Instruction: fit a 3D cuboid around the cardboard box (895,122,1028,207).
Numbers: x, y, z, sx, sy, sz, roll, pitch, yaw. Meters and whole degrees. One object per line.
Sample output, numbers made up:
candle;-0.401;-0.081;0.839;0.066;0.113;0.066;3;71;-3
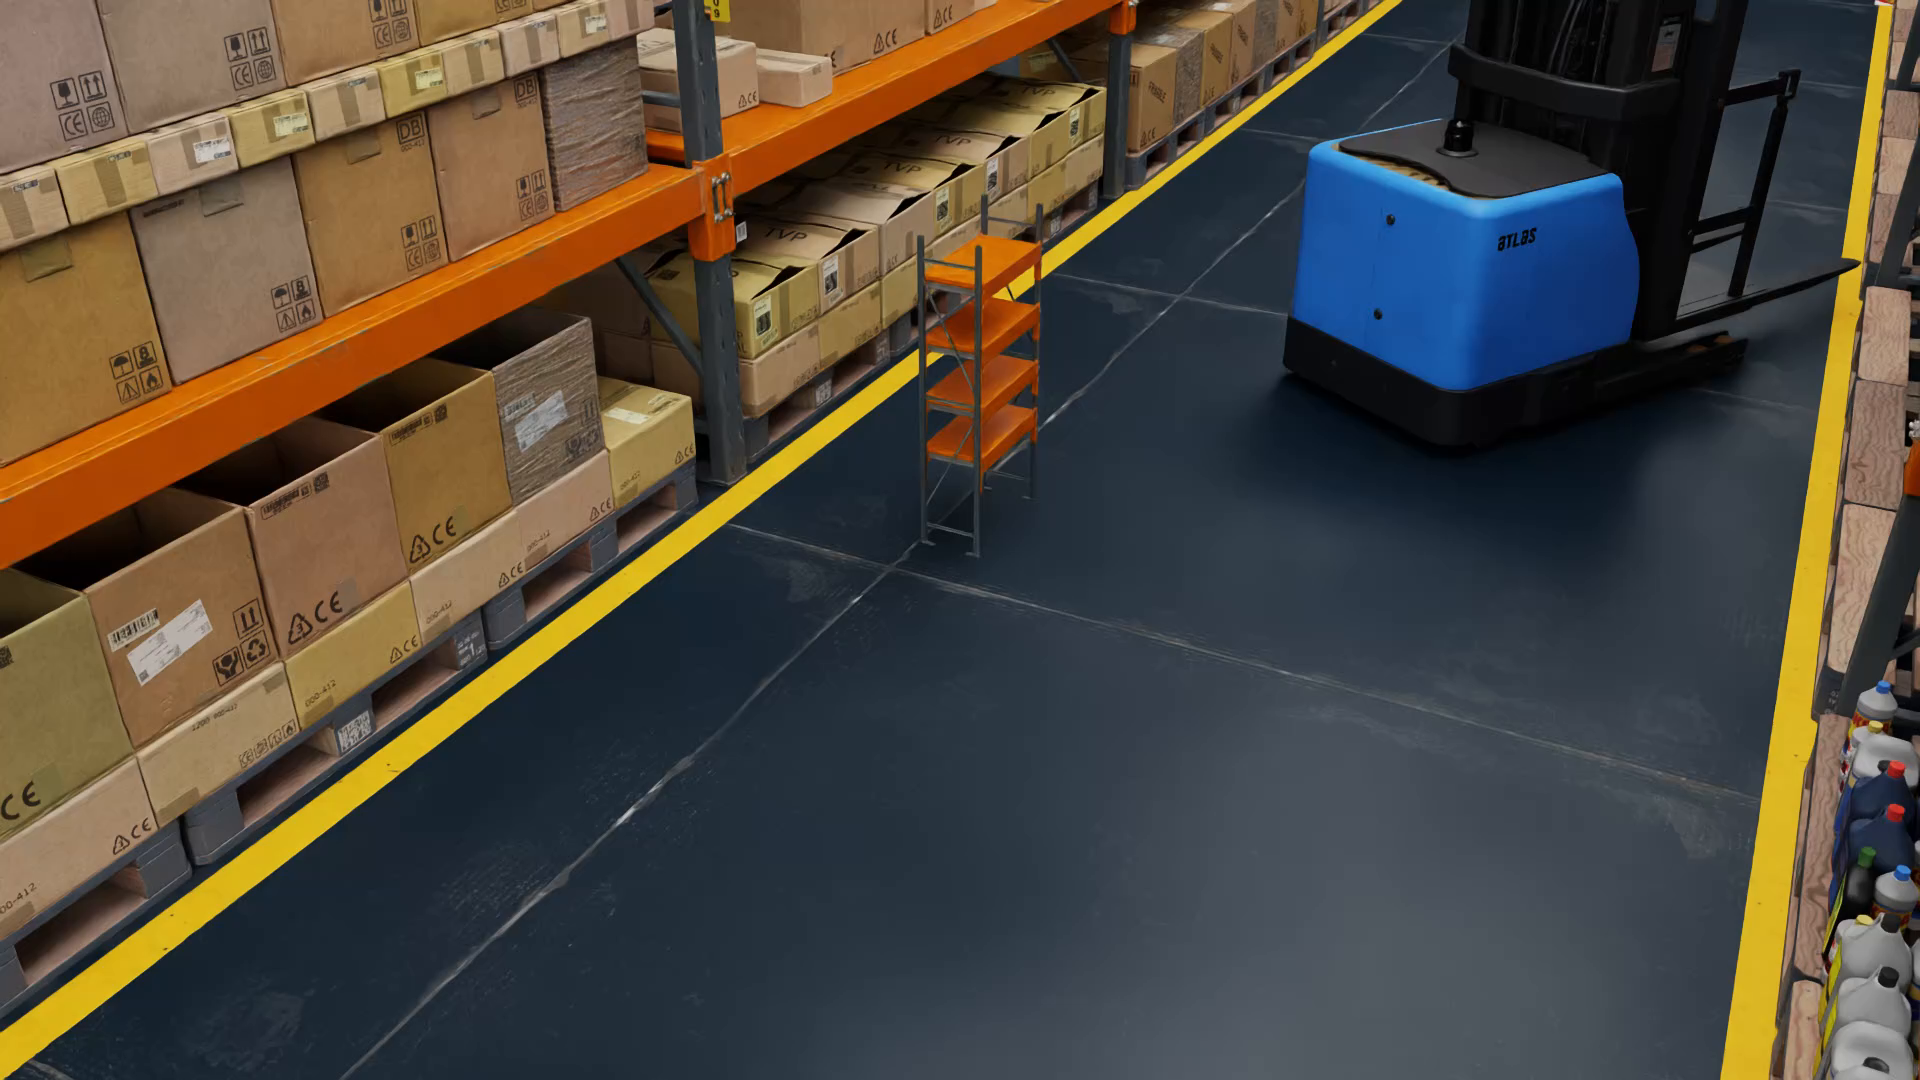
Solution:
cardboard box;0.010;-1.909;8.339;0.500;0.311;0.500;14;33;23

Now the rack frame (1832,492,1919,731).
rack frame;3.078;-0.521;4.145;1.000;3.000;0.127;14;33;23

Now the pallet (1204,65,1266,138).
pallet;1.423;-3.071;11.386;1.003;0.211;1.213;14;33;23

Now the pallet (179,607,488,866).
pallet;-2.284;0.449;5.256;1.003;0.211;1.213;14;33;23

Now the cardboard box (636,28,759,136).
cardboard box;-1.144;-1.809;6.539;0.500;0.250;0.500;17;34;26

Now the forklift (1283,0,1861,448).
forklift;2.977;-2.191;7.122;3.031;2.935;1.130;-17;34;-27

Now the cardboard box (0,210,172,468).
cardboard box;-2.461;-0.573;4.135;0.700;0.500;0.500;15;33;24

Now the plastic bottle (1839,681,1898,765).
plastic bottle;2.543;0.513;4.642;0.097;0.271;0.097;0;30;0

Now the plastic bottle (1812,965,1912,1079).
plastic bottle;1.977;1.056;3.618;0.144;0.351;0.185;16;33;25

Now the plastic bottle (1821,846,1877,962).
plastic bottle;2.143;0.878;3.996;0.061;0.283;0.133;16;33;25

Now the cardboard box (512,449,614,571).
cardboard box;-1.583;-0.161;5.858;0.500;0.250;0.500;14;33;23

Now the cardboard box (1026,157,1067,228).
cardboard box;0.238;-1.891;8.871;0.500;0.250;0.500;14;33;23

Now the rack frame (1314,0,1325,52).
rack frame;2.315;-5.193;12.280;1.000;3.000;0.127;14;33;23

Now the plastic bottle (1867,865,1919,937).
plastic bottle;2.222;0.893;3.981;0.097;0.271;0.097;0;30;0

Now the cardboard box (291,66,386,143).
cardboard box;-1.842;-1.239;4.644;0.380;0.149;0.250;15;33;25

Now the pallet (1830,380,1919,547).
pallet;3.956;-0.211;6.406;1.003;0.211;1.213;14;33;23

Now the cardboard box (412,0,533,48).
cardboard box;-1.755;-1.830;5.021;0.700;0.500;0.500;14;33;23

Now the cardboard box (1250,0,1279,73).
cardboard box;1.884;-3.576;11.534;0.500;0.500;0.500;15;33;24

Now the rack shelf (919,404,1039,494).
rack shelf;0.075;-0.363;6.211;0.258;0.148;0.480;14;33;23

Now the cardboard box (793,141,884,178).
cardboard box;-0.707;-1.798;8.146;0.500;0.311;0.500;14;33;23

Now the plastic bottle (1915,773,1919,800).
plastic bottle;2.515;0.682;4.337;0.061;0.283;0.133;14;33;23

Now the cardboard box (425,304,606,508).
cardboard box;-1.584;-0.487;5.672;0.500;0.500;0.500;14;33;23

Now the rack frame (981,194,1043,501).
rack frame;0.187;-0.702;6.267;0.240;1.200;0.015;14;33;23

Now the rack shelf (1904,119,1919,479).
rack shelf;3.989;-1.095;5.868;1.077;0.370;4.000;14;33;23

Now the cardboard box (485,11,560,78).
cardboard box;-1.494;-1.576;5.230;0.380;0.149;0.250;13;32;22

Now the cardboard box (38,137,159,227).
cardboard box;-2.196;-0.894;4.043;0.380;0.149;0.250;14;33;23

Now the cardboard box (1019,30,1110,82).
cardboard box;0.710;-2.994;10.520;0.500;0.500;0.500;16;33;25

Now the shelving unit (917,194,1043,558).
shelving unit;0.075;-0.594;6.079;0.258;1.200;0.503;14;33;23

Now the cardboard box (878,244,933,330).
cardboard box;-0.458;-1.215;7.693;0.500;0.250;0.500;13;32;22

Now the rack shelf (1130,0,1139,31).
rack shelf;1.404;-3.994;10.915;1.077;0.370;4.000;14;33;23

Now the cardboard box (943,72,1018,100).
cardboard box;-0.007;-2.487;9.344;0.500;0.311;0.500;15;33;25

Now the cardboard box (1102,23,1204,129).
cardboard box;1.188;-2.896;10.350;0.500;0.500;0.500;13;32;22

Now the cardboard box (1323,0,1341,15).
cardboard box;2.699;-4.354;13.079;0.500;0.311;0.500;14;33;23

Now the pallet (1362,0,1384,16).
pallet;3.183;-4.830;14.450;1.003;0.211;1.213;14;33;23

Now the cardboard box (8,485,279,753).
cardboard box;-2.267;0.178;4.514;0.500;0.500;0.500;14;33;23

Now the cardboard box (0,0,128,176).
cardboard box;-2.440;-1.164;3.862;0.700;0.500;0.500;14;33;23

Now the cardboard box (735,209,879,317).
cardboard box;-0.687;-1.226;7.150;0.500;0.311;0.500;14;33;23

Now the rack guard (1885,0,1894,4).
rack guard;8.544;-4.770;14.054;1.175;0.500;0.348;14;33;23

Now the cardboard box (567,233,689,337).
cardboard box;-1.400;-1.124;6.971;0.500;0.311;0.500;14;33;23

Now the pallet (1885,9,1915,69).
pallet;7.578;-3.736;12.543;1.003;0.211;1.213;14;33;23

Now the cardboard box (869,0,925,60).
cardboard box;-0.497;-2.482;7.459;0.500;0.500;0.500;14;33;23

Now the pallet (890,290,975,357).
pallet;-0.474;-1.315;8.328;1.003;0.211;1.213;14;33;23

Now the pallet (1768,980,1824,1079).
pallet;2.181;1.520;3.392;1.003;0.211;1.213;14;33;23

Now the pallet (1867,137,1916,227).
pallet;5.779;-1.982;9.490;1.003;0.211;1.213;14;33;23

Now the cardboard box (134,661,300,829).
cardboard box;-2.257;0.506;4.696;0.500;0.250;0.500;14;33;23

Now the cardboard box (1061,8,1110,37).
cardboard box;0.732;-3.345;10.378;0.500;0.250;0.500;16;33;25

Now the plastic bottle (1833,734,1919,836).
plastic bottle;2.420;0.661;4.380;0.152;0.276;0.135;16;33;25

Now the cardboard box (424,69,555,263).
cardboard box;-1.761;-1.256;5.325;0.700;0.500;0.500;14;33;23
